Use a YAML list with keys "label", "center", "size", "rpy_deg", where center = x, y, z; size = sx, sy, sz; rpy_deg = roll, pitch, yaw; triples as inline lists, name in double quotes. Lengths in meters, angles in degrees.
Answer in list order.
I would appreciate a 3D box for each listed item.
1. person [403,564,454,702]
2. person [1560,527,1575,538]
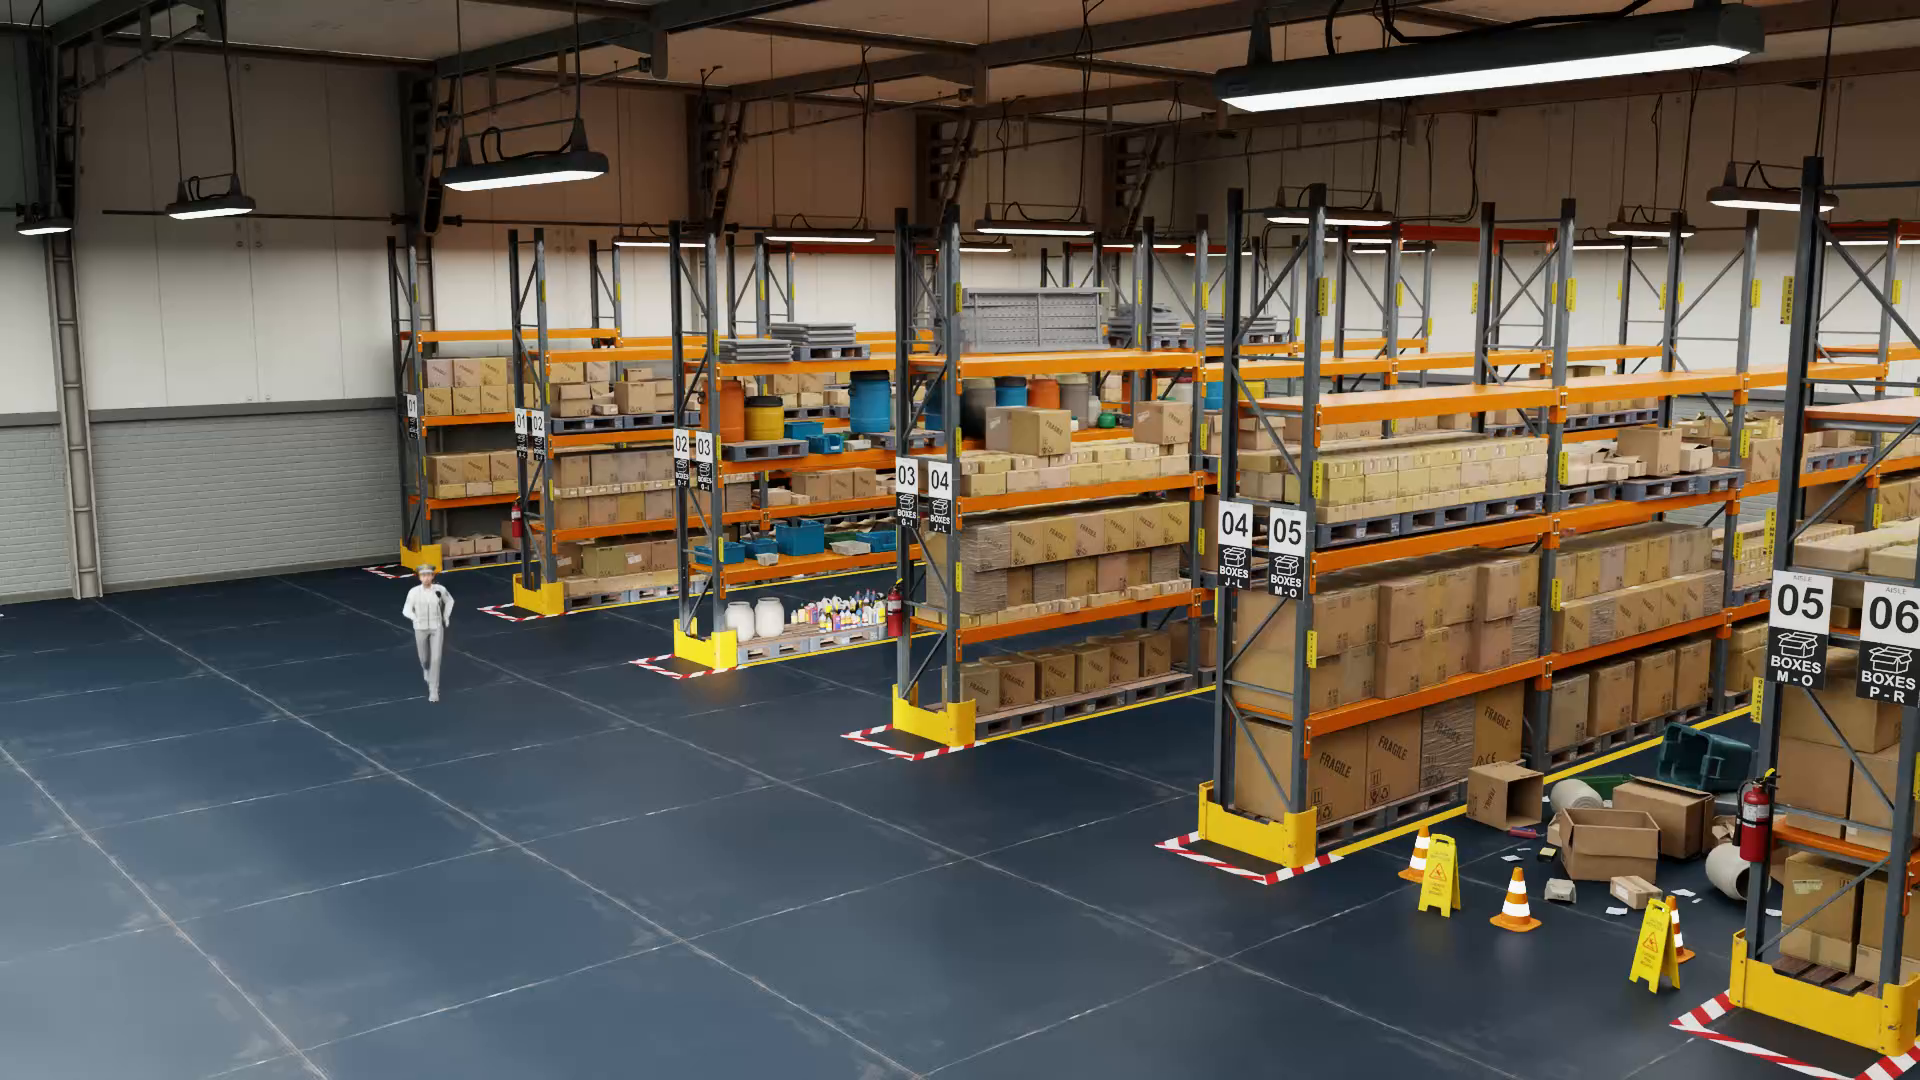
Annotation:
- label: "person"
  center: [-6.671, 1.125, 20.919]
  size: [0.613, 1.692, 0.901]
  rpy_deg: [-3, 9, -17]
- label: "person"
  center: [8.732, 0.602, 24.133]
  size: [0.652, 1.740, 0.581]
  rpy_deg: [7, 11, 37]
